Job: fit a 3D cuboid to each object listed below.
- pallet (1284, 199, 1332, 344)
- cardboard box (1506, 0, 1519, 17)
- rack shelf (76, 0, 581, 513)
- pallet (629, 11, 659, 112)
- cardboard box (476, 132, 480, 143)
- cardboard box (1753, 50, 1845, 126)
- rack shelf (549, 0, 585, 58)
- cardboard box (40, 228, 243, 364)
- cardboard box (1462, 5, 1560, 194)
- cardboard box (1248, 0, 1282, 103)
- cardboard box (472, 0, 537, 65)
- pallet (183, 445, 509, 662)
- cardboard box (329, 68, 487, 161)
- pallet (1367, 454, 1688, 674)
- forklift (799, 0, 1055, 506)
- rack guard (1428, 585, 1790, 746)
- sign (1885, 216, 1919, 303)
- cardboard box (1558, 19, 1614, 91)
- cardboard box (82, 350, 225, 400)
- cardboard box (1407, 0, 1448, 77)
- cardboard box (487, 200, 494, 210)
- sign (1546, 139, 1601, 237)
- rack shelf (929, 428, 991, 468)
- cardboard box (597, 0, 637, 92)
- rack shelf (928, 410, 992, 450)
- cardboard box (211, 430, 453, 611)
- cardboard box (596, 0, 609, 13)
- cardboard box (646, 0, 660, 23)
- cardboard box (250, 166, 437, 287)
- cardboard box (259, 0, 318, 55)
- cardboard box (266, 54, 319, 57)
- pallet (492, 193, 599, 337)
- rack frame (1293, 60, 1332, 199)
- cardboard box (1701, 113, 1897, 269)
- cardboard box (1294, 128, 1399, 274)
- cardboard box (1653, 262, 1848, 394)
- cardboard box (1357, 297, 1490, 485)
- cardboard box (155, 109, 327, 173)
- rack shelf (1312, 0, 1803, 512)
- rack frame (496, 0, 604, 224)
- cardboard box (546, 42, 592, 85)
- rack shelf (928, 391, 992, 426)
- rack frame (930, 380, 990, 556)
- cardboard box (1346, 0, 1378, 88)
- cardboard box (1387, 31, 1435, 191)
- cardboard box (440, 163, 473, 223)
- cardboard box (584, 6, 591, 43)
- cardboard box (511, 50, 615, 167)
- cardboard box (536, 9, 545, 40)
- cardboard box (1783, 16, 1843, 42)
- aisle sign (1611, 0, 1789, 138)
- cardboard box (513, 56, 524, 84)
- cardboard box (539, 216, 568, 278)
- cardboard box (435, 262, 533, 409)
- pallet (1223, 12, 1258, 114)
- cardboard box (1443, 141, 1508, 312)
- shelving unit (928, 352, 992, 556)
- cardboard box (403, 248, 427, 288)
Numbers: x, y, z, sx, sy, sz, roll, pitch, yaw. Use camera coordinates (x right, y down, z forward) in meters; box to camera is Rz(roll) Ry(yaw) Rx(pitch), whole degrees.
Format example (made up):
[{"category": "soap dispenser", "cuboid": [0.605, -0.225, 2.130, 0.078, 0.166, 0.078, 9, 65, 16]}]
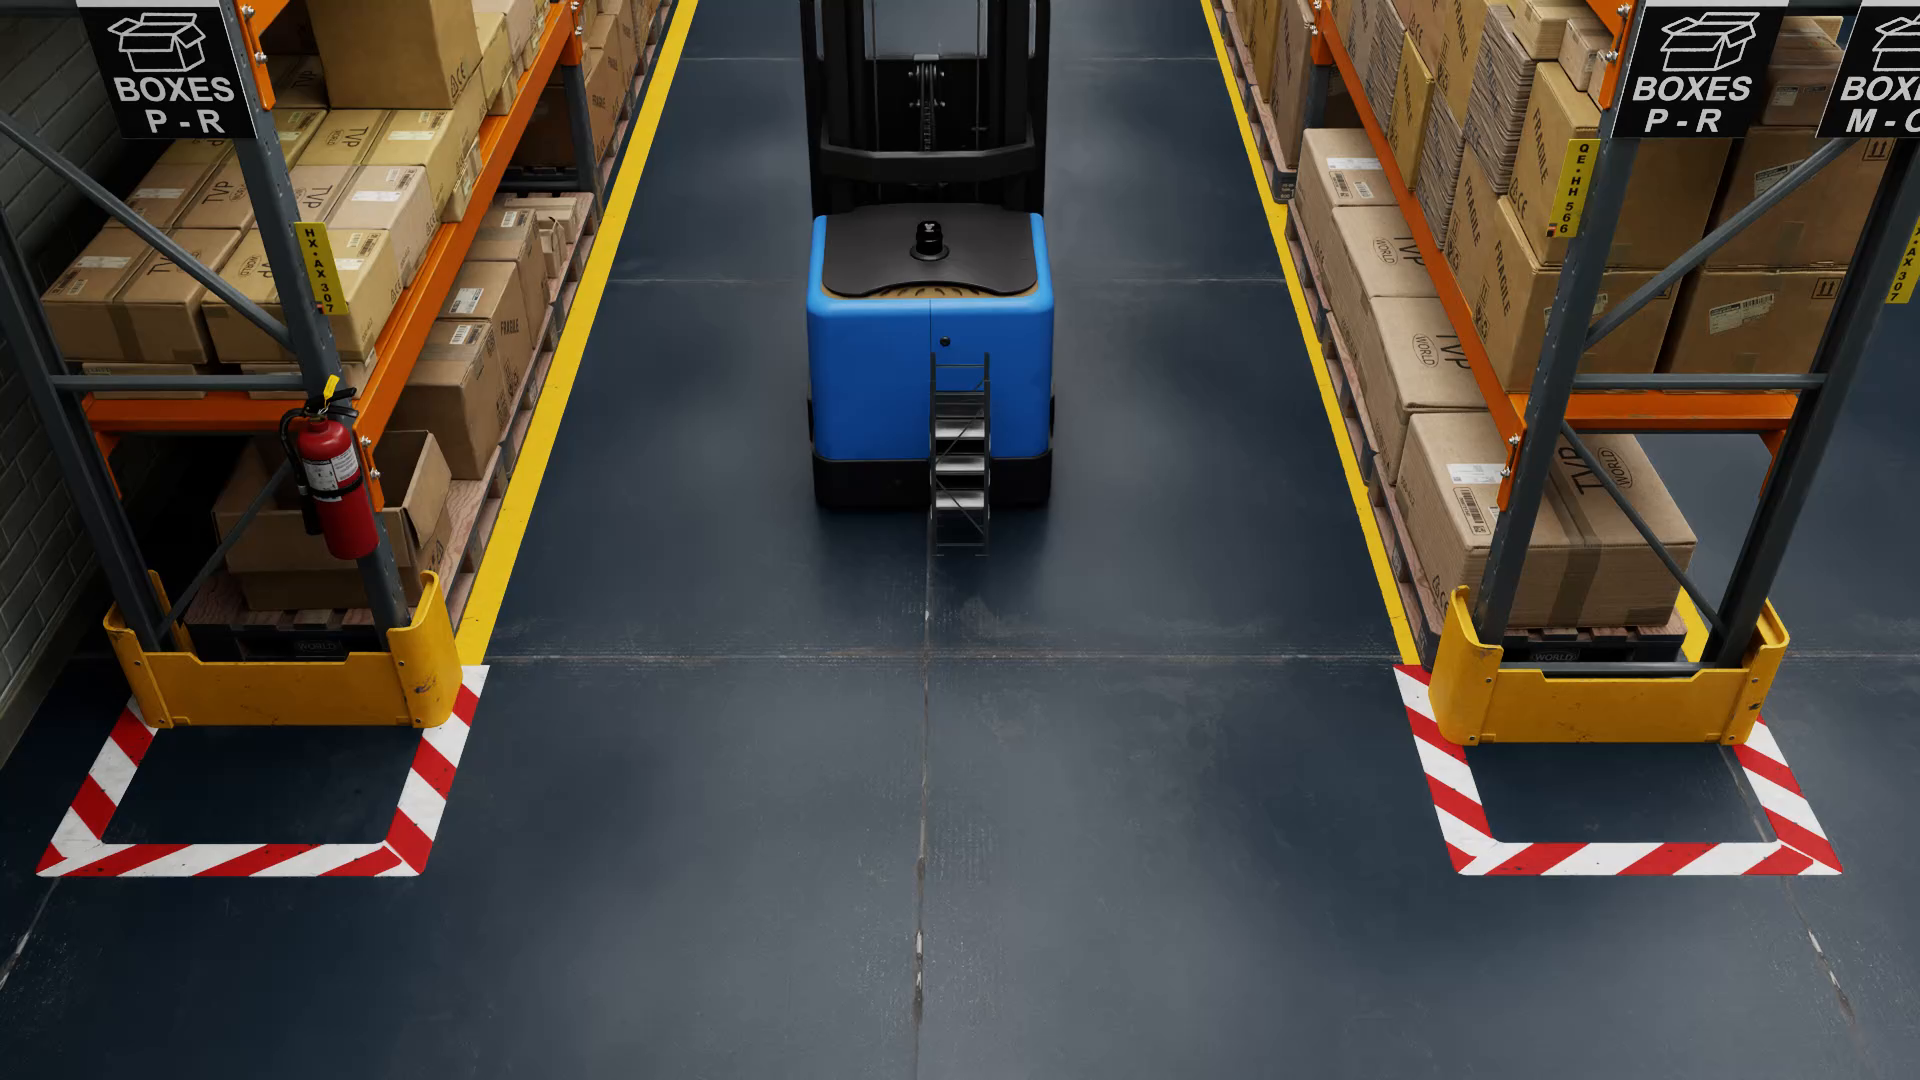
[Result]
[{"category": "pallet", "cuboid": [2.333, -1.455, 8.897, 1.003, 0.211, 1.213, 0, 39, 0]}, {"category": "cardboard box", "cuboid": [2.146, -1.902, 5.826, 0.380, 0.149, 0.250, 1, 39, 1]}, {"category": "rack shelf", "cuboid": [-2.551, -1.481, 7.275, 1.077, 0.370, 4.000, 0, 39, 0]}, {"category": "pallet", "cuboid": [-2.597, -3.198, 11.072, 1.003, 0.211, 1.213, 0, 39, 0]}, {"category": "cardboard box", "cuboid": [-2.317, -1.751, 7.237, 0.380, 0.149, 0.250, 0, 39, 0]}, {"category": "cardboard box", "cuboid": [2.691, -1.422, 5.227, 0.380, 0.149, 0.250, 1, 39, 1]}, {"category": "rack shelf", "cuboid": [-2.556, -3.983, 10.397, 1.077, 0.370, 4.000, 0, 39, 0]}, {"category": "cardboard box", "cuboid": [-2.815, -0.857, 5.802, 0.500, 0.250, 0.500, 1, 39, 1]}, {"category": "cardboard box", "cuboid": [2.146, -1.575, 5.937, 0.500, 0.500, 0.500, 0, 39, 0]}, {"category": "cardboard box", "cuboid": [2.320, -3.306, 10.340, 0.875, 0.875, 0.875, 1, 39, 1]}, {"category": "cardboard box", "cuboid": [-2.294, -2.439, 7.777, 0.500, 0.250, 0.500, 0, 39, 0]}, {"category": "pallet", "cuboid": [-2.551, 0.031, 7.043, 1.003, 0.211, 1.213, 0, 39, 0]}, {"category": "cardboard box", "cuboid": [-2.307, -1.805, 6.986, 0.500, 0.250, 0.500, -1, 39, -1]}, {"category": "pallet", "cuboid": [2.335, 0.071, 6.993, 1.003, 0.211, 1.213, 0, 39, 0]}, {"category": "forklift", "cuboid": [-0.157, -2.191, 7.640, 1.130, 2.935, 3.031, -1, 39, -1]}, {"category": "rack guard", "cuboid": [2.415, 0.473, 6.260, 1.175, 0.500, 0.348, 0, 39, 0]}, {"category": "sign", "cuboid": [2.970, -0.883, 5.197, 0.100, 0.325, 0.005, 0, 39, 0]}, {"category": "cardboard box", "cuboid": [2.190, -1.583, 5.428, 0.380, 0.149, 0.250, 1, 39, 1]}, {"category": "cardboard box", "cuboid": [-2.818, -0.621, 5.827, 0.380, 0.149, 0.250, 0, 39, -1]}, {"category": "cardboard box", "cuboid": [2.150, -2.198, 6.715, 0.500, 0.500, 0.500, 0, 39, 0]}, {"category": "cardboard box", "cuboid": [-2.789, -1.714, 8.805, 0.500, 0.311, 0.500, 1, 39, 2]}, {"category": "sign", "cuboid": [1.872, -1.070, 5.071, 0.100, 0.325, 0.005, 0, 39, 0]}, {"category": "rack shelf", "cuboid": [0.000, -0.390, 6.927, 0.258, 0.077, 0.200, 0, 39, 0]}, {"category": "cardboard box", "cuboid": [-2.336, -3.149, 10.444, 0.500, 0.500, 0.500, -1, 39, -1]}, {"category": "rack shelf", "cuboid": [0.000, -0.461, 6.871, 0.258, 0.077, 0.200, 0, 39, 0]}, {"category": "cardboard box", "cuboid": [-2.455, -0.084, 6.616, 0.797, 0.503, 0.637, -1, 39, -2]}, {"category": "cardboard box", "cuboid": [-2.354, -3.340, 10.164, 0.380, 0.149, 0.250, 0, 39, 0]}, {"category": "cardboard box", "cuboid": [-2.350, -3.798, 11.254, 0.500, 0.500, 0.500, 2, 39, 2]}, {"category": "cardboard box", "cuboid": [-2.281, -1.168, 6.191, 0.500, 0.250, 0.500, 0, 39, 0]}, {"category": "cardboard box", "cuboid": [-2.818, -2.432, 7.168, 0.500, 0.500, 0.500, -1, 39, -1]}, {"category": "cardboard box", "cuboid": [-2.817, -2.124, 7.384, 0.500, 0.250, 0.500, 1, 39, 1]}, {"category": "pallet", "cuboid": [-2.554, -1.495, 8.947, 1.003, 0.211, 1.213, 0, 39, 0]}, {"category": "rack frame", "cuboid": [2.410, -3.019, 8.618, 1.000, 3.000, 0.127, 0, 39, 0]}, {"category": "cardboard box", "cuboid": [2.699, -1.247, 5.528, 0.500, 0.500, 0.500, -1, 39, -1]}, {"category": "cardboard box", "cuboid": [2.303, -1.790, 8.798, 0.875, 0.438, 0.875, -1, 39, -1]}, {"category": "cardboard box", "cuboid": [2.701, -0.857, 5.841, 0.500, 0.500, 0.500, 0, 39, 0]}, {"category": "cardboard box", "cuboid": [2.304, -0.666, 7.396, 0.875, 0.438, 0.875, 1, 39, 1]}, {"category": "cardboard box", "cuboid": [-2.810, -1.489, 6.591, 0.500, 0.250, 0.500, 1, 39, 1]}, {"category": "rack shelf", "cuboid": [2.412, -1.487, 7.283, 1.077, 0.370, 4.000, 0, 39, 0]}, {"category": "rack frame", "cuboid": [-2.554, -3.013, 8.611, 1.000, 3.000, 0.127, 0, 39, 0]}, {"category": "cardboard box", "cuboid": [-2.288, -2.679, 9.339, 0.380, 0.149, 0.250, 2, 39, 2]}, {"category": "rack shelf", "cuboid": [0.000, -0.531, 6.814, 0.258, 0.077, 0.200, 0, 39, 0]}, {"category": "rack frame", "cuboid": [0.000, -0.282, 6.883, 0.240, 0.900, 0.006, 0, 39, 0]}, {"category": "cardboard box", "cuboid": [2.145, -2.450, 7.828, 0.500, 0.500, 0.500, 0, 39, 0]}, {"category": "cardboard box", "cuboid": [2.140, -1.816, 7.038, 0.500, 0.500, 0.500, 1, 39, 1]}, {"category": "cardboard box", "cuboid": [-2.227, -1.425, 6.830, 0.380, 0.149, 0.250, -1, 39, -1]}, {"category": "cardboard box", "cuboid": [-2.377, -3.013, 9.755, 0.380, 0.149, 0.250, -2, 39, -2]}, {"category": "cardboard box", "cuboid": [-2.329, -2.504, 9.639, 0.500, 0.500, 0.500, 2, 39, 2]}, {"category": "cardboard box", "cuboid": [-2.279, -2.553, 8.238, 0.380, 0.149, 0.250, 1, 39, 1]}, {"category": "cardboard box", "cuboid": [2.734, -1.748, 5.635, 0.380, 0.149, 0.250, 1, 39, 1]}, {"category": "aisle sign", "cuboid": [2.105, -1.487, 4.628, 0.394, 0.787, 0.004, 0, 39, 0]}, {"category": "cardboard box", "cuboid": [-2.281, -2.226, 7.830, 0.380, 0.149, 0.250, 1, 39, 1]}, {"category": "cardboard box", "cuboid": [-2.259, -1.538, 8.622, 0.396, 0.266, 0.258, 1, 39, 2]}, {"category": "cardboard box", "cuboid": [-2.318, -0.948, 7.697, 0.500, 0.500, 0.500, 1, 39, 1]}, {"category": "pallet", "cuboid": [2.329, -3.178, 11.047, 1.003, 0.211, 1.213, 0, 39, 0]}, {"category": "cardboard box", "cuboid": [2.164, -1.172, 6.234, 0.500, 0.500, 0.500, -1, 39, -1]}, {"category": "shelving unit", "cuboid": [0.000, -0.346, 6.962, 0.258, 0.900, 0.210, 0, 39, 0]}, {"category": "cardboard box", "cuboid": [-2.296, -1.101, 6.426, 0.380, 0.149, 0.250, 1, 39, 1]}]
